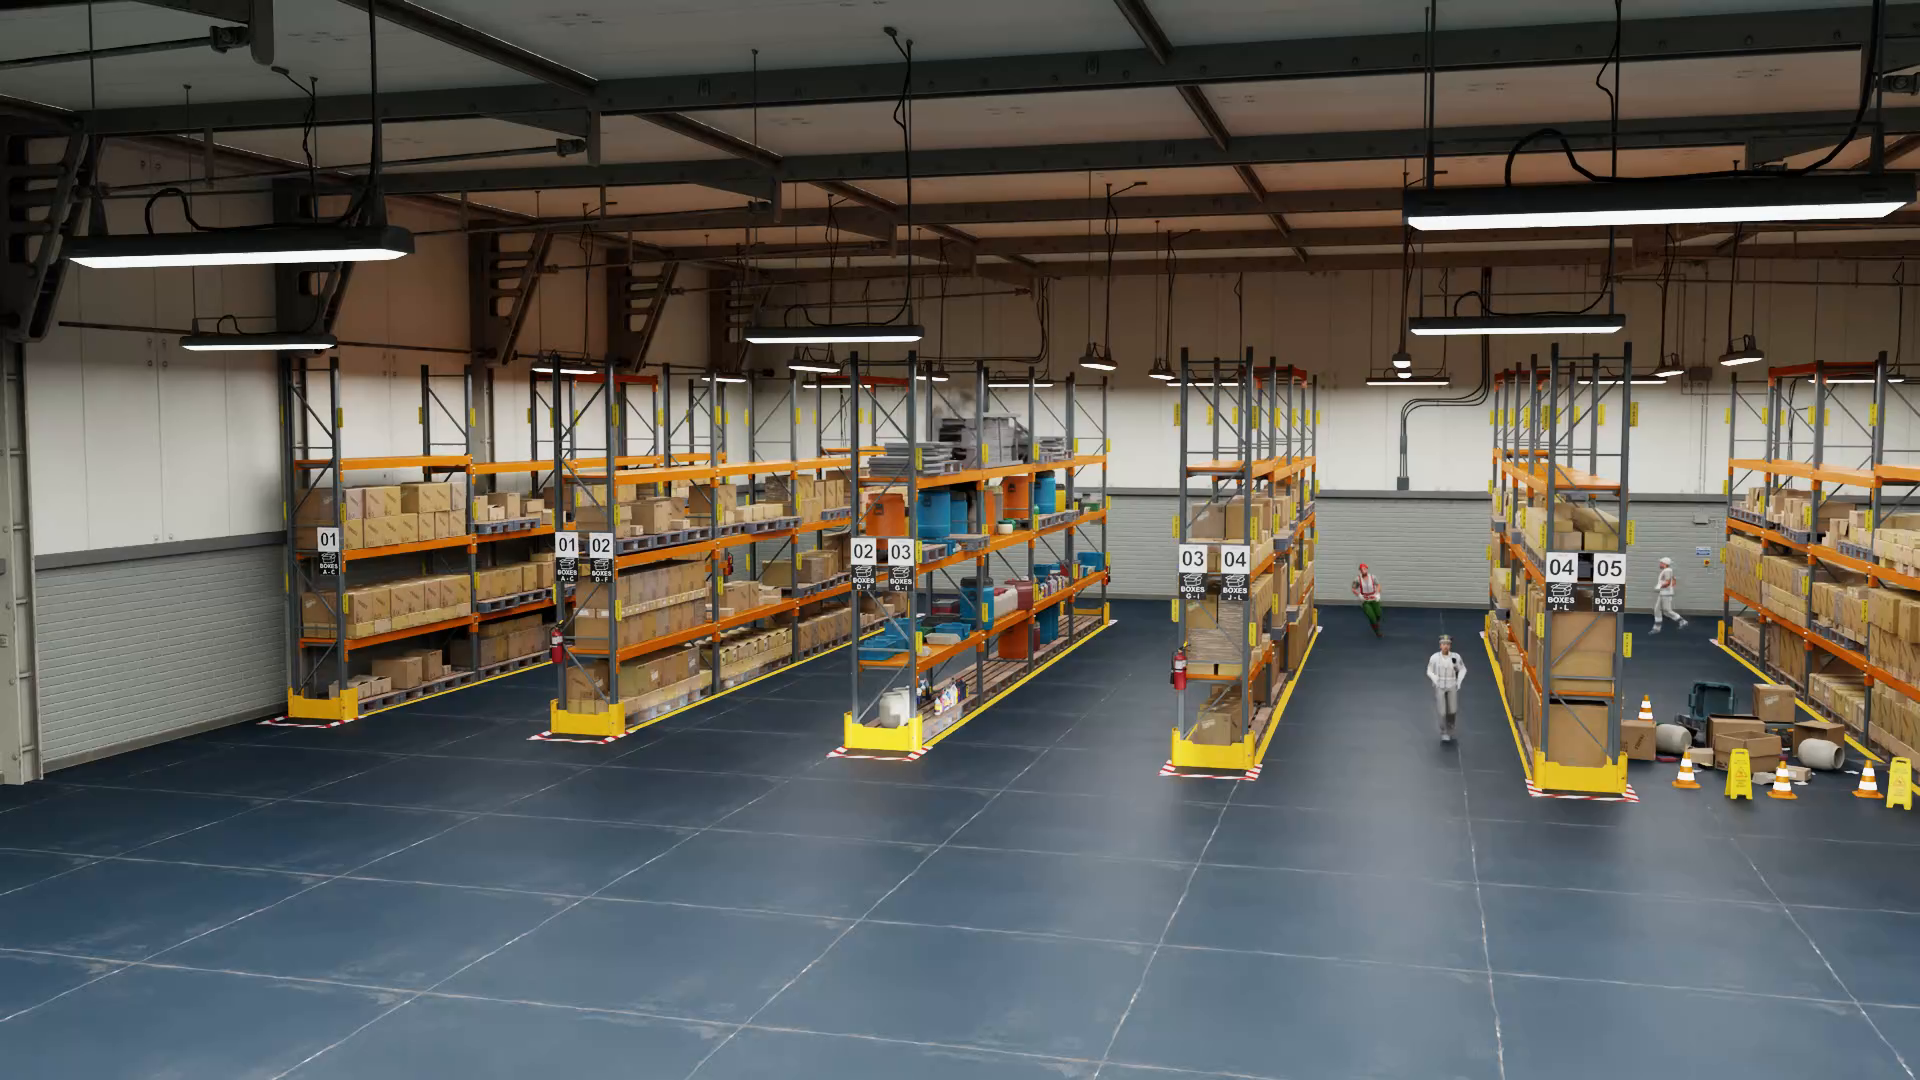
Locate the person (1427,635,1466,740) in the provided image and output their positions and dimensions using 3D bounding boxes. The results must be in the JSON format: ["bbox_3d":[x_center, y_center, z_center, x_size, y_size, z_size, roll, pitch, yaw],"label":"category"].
[{"bbox_3d":[7.506,2.286,25.653,0.589,1.653,0.528,1,4,15],"label":"person"}]

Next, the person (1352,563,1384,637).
[{"bbox_3d":[9.328,1.369,38.053,0.727,1.679,0.619,0,4,3],"label":"person"}]

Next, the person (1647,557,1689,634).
[{"bbox_3d":[16.314,1.303,38.255,0.878,1.811,0.669,2,5,21],"label":"person"}]
